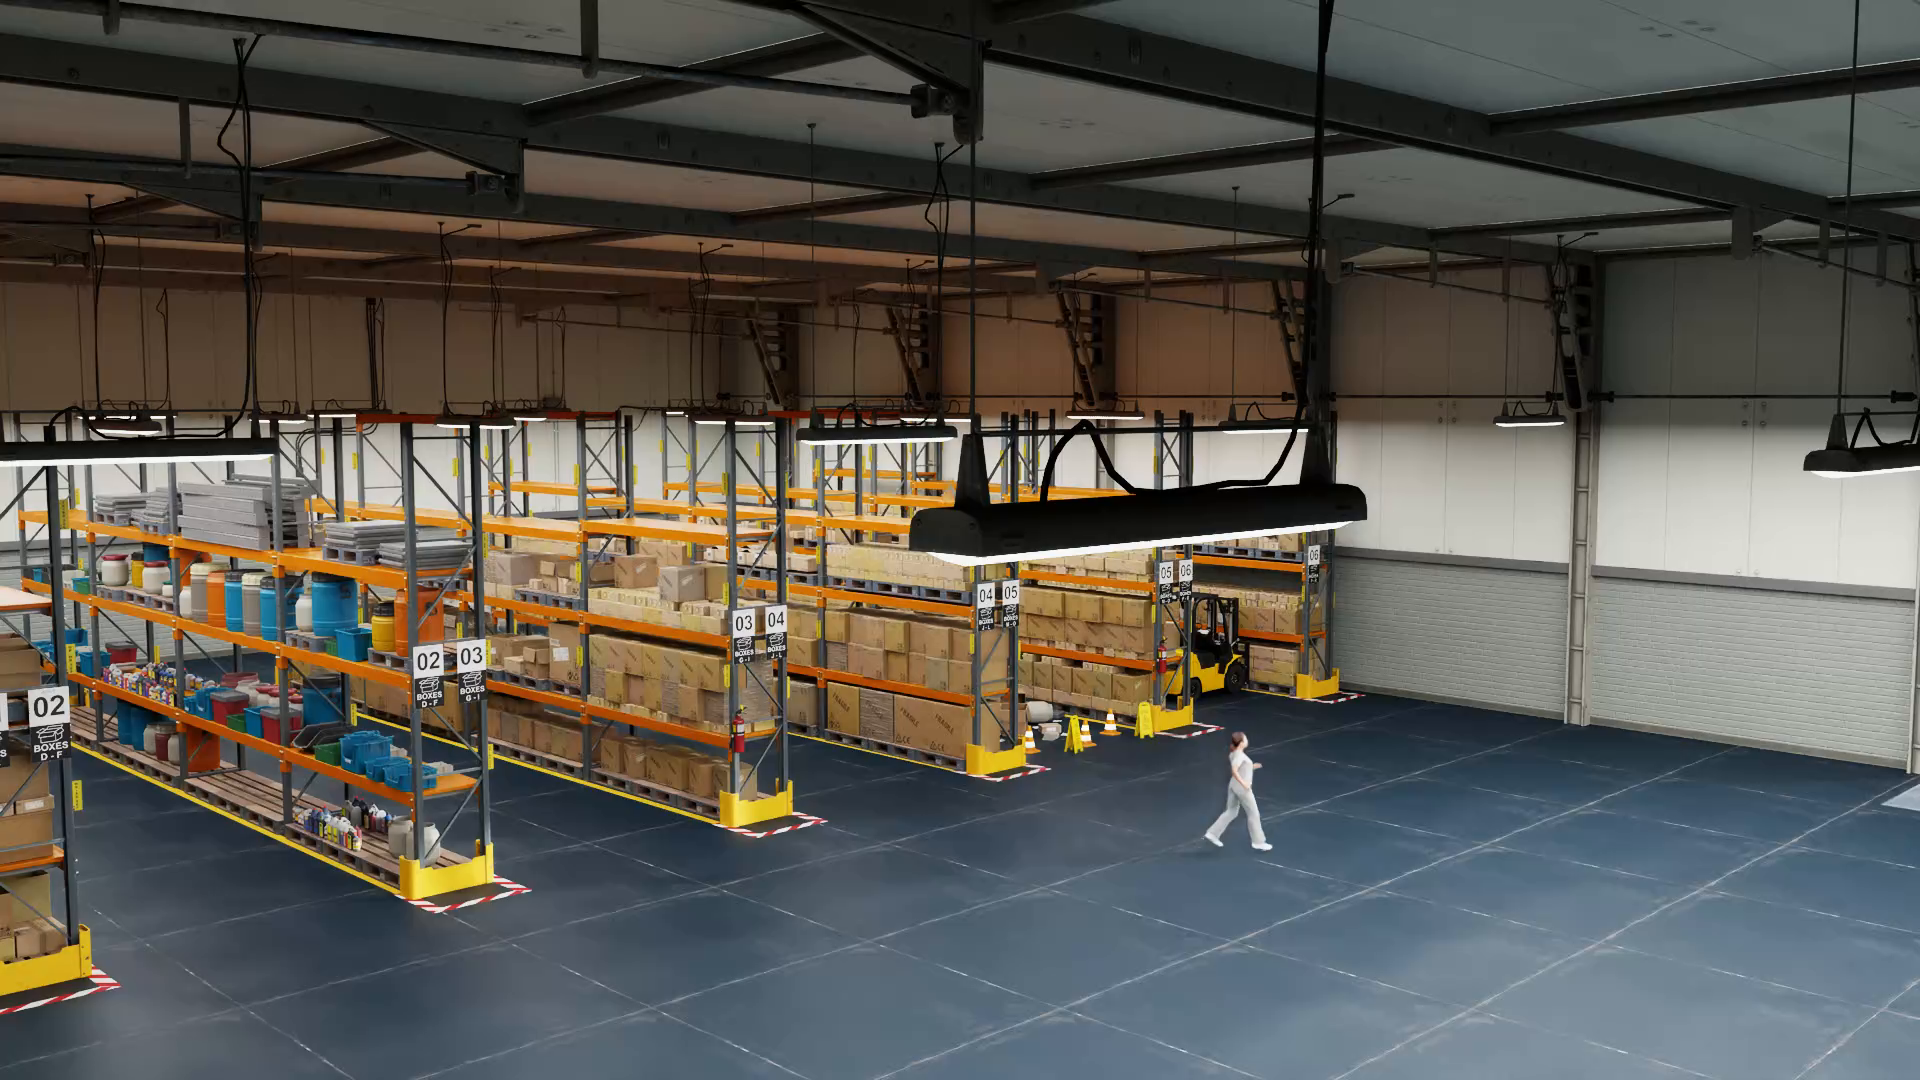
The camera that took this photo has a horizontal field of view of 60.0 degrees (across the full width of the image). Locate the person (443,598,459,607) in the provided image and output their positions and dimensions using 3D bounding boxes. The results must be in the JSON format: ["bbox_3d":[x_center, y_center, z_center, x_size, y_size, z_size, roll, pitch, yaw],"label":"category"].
[{"bbox_3d":[-12.006,2.077,39.086,0.694,1.769,0.711,1,5,10],"label":"person"}]

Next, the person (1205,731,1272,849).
[{"bbox_3d":[3.870,3.472,23.018,0.960,1.665,0.560,-1,5,-15],"label":"person"}]
